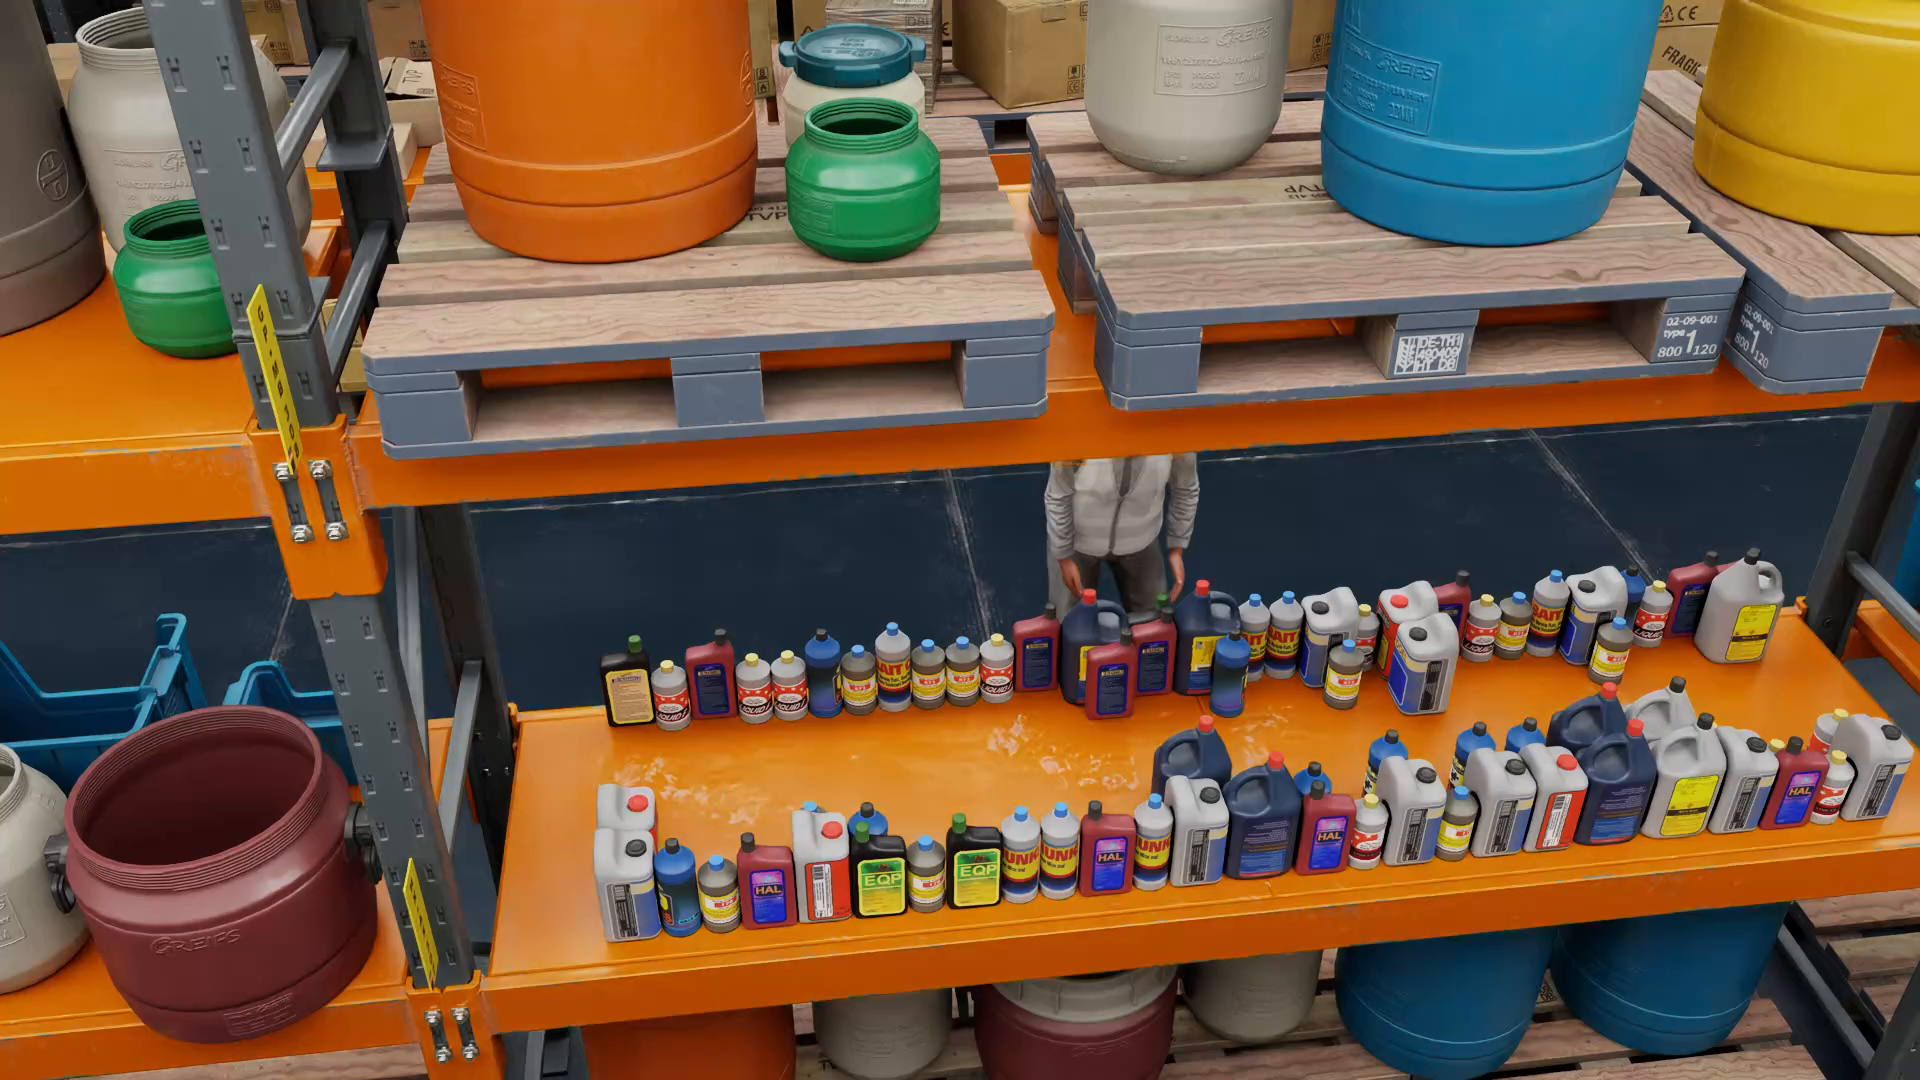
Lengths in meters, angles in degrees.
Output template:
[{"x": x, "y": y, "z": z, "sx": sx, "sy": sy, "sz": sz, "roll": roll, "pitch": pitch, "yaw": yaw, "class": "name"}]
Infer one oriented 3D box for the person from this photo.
[{"x": 0.590, "y": 0.020, "z": 6.211, "sx": 0.578, "sy": 1.647, "sz": 0.581, "roll": -4, "pitch": 35, "yaw": -5, "class": "person"}]
